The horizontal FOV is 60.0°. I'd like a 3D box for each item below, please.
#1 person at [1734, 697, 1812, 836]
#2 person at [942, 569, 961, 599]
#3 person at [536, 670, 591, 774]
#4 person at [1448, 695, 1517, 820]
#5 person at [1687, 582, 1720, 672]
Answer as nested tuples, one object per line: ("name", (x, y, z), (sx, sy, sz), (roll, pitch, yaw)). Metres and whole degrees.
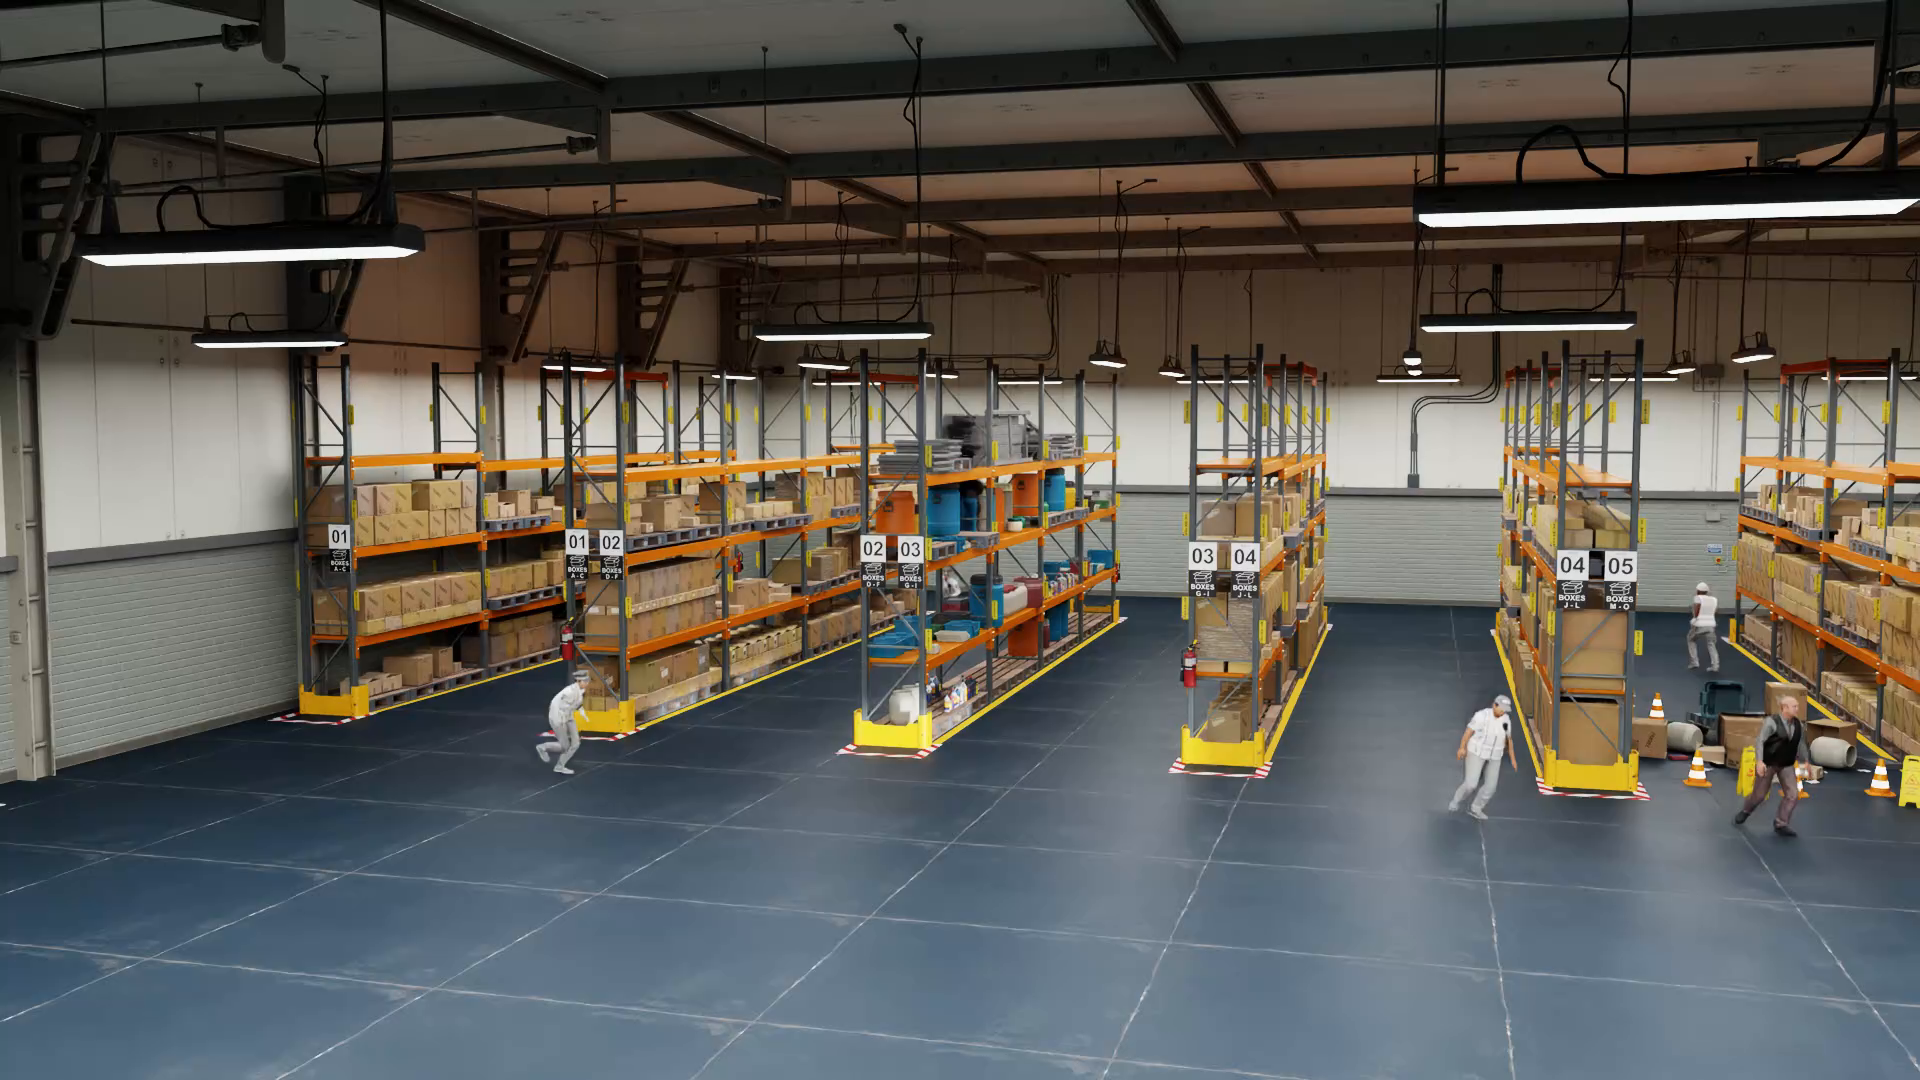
("person", (9.807, 2.681, 20.058), (0.707, 1.659, 0.794), (-1, 4, -12))
("person", (-0.202, 1.385, 38.103), (0.619, 1.523, 1.009), (2, 5, 21))
("person", (-5.546, 2.539, 23.195), (0.890, 1.479, 0.632), (2, 5, 21))
("person", (6.471, 2.671, 20.514), (0.739, 1.582, 0.675), (0, 4, -6))
("person", (14.434, 1.698, 32.259), (0.632, 1.726, 0.993), (0, 4, -1))
